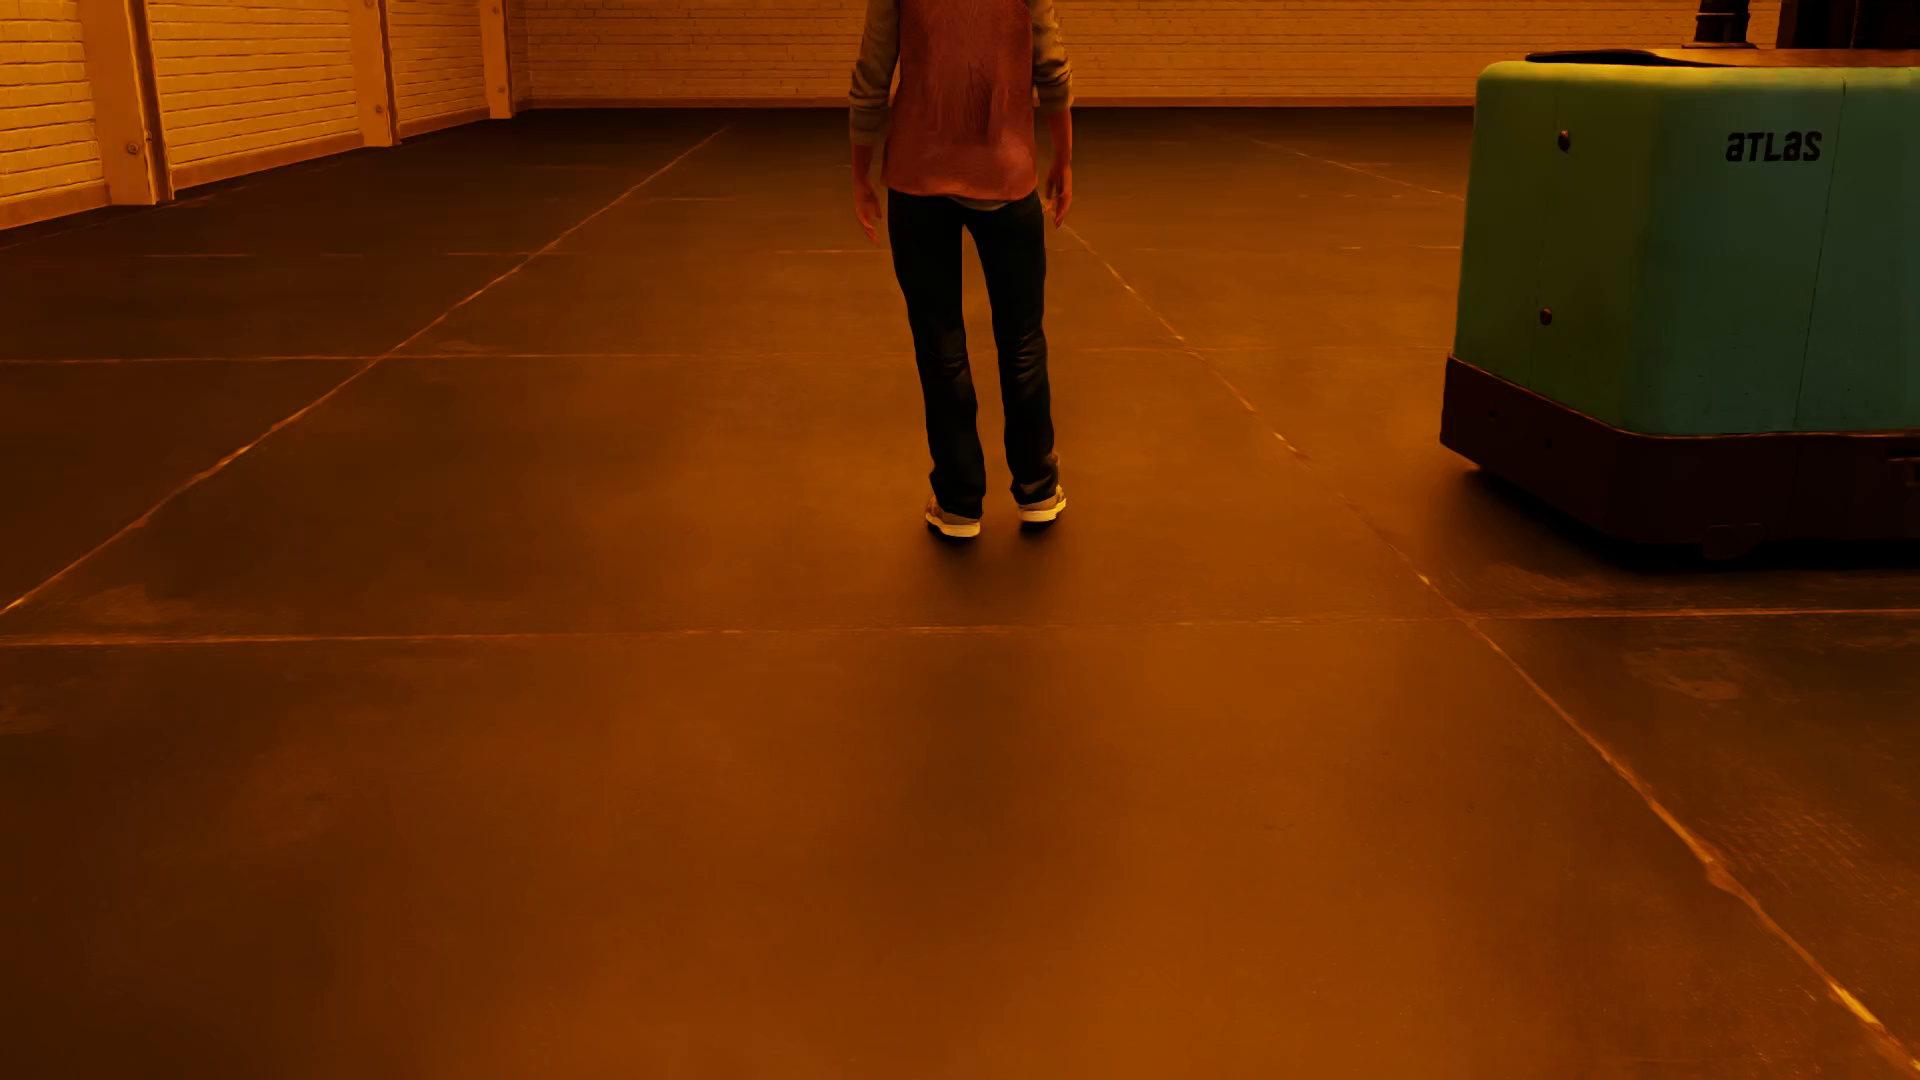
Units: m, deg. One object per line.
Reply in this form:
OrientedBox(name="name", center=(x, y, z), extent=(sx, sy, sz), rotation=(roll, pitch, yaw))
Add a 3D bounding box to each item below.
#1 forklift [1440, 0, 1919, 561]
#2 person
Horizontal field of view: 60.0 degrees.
OrientedBox(name="forklift", center=(2.871, -1.534, 3.921), extent=(3.031, 2.935, 1.130), rotation=(-2, 17, -8))
OrientedBox(name="person", center=(0.011, -0.792, 3.753), extent=(0.520, 1.597, 0.476), rotation=(-1, 17, -3))
